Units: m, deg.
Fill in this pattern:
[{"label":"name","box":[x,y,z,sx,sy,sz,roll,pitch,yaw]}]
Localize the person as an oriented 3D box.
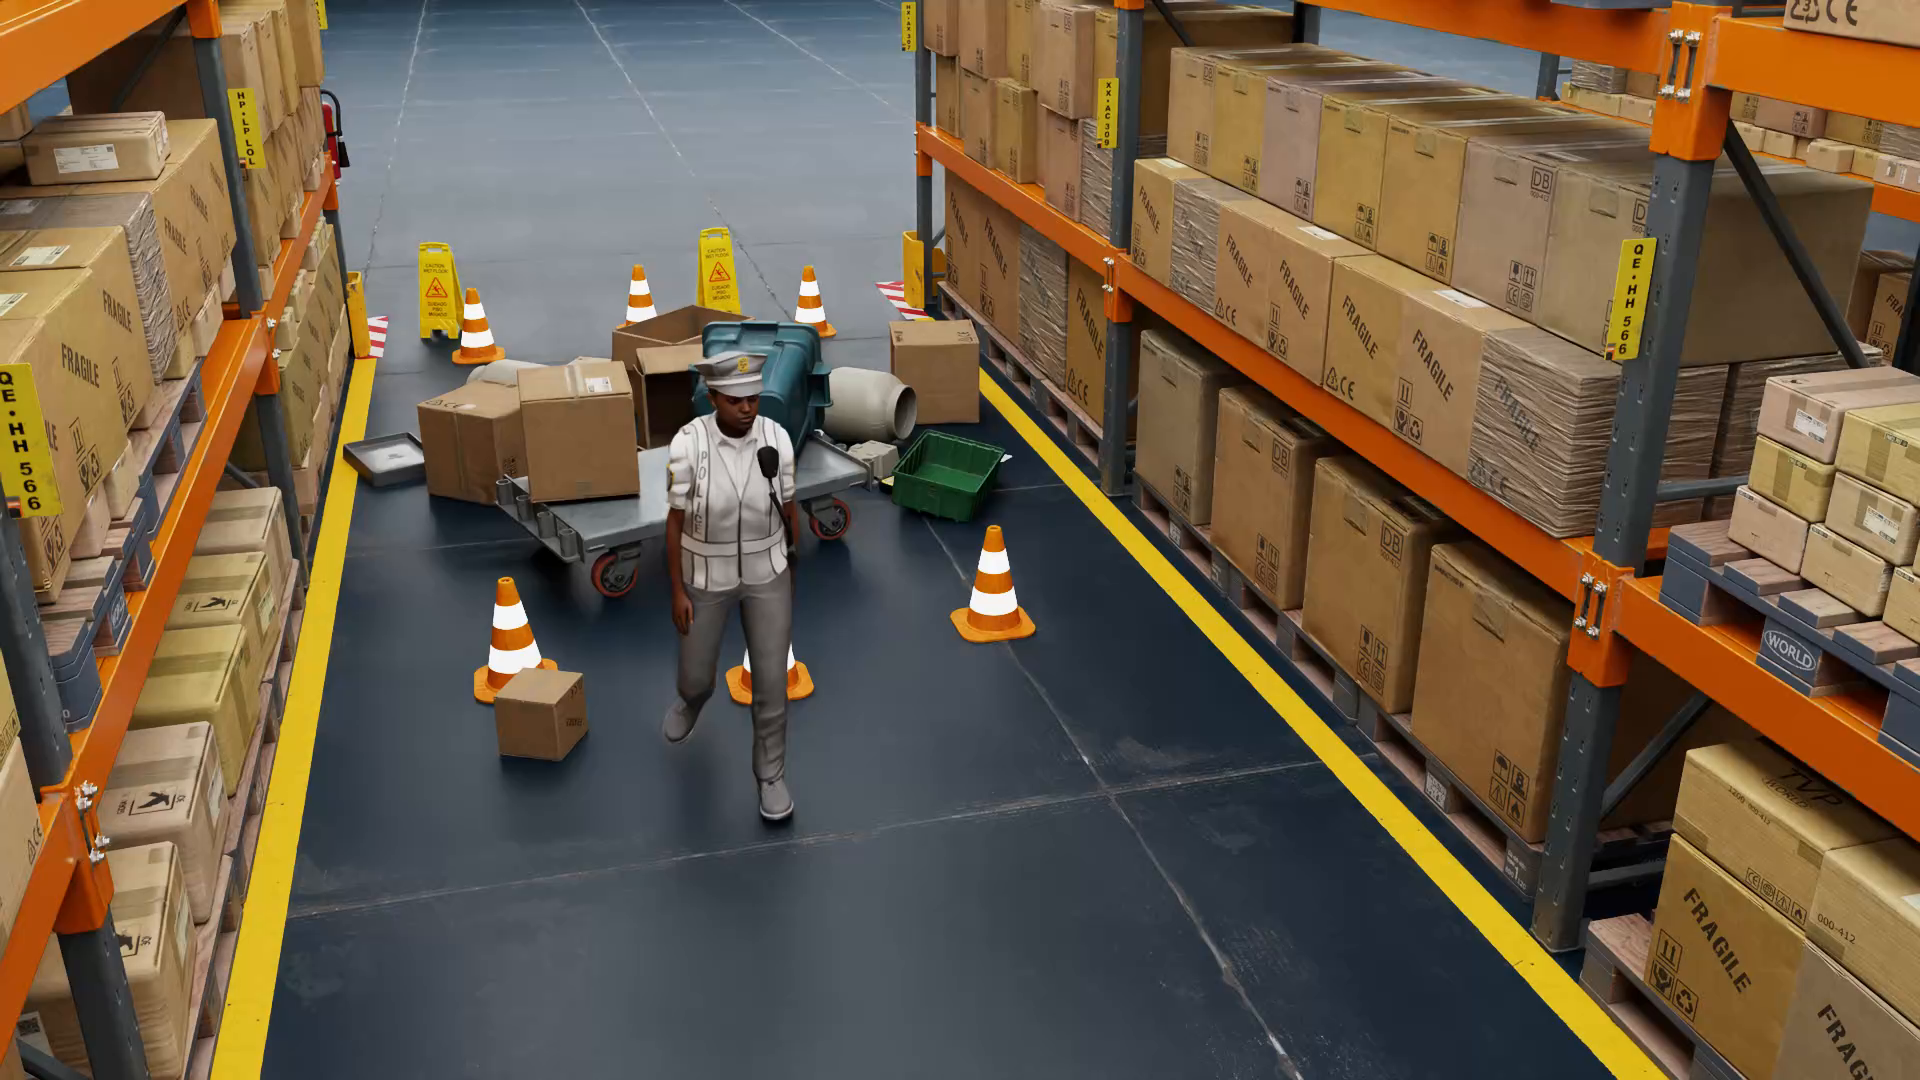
[{"label":"person","box":[-0.808,0.103,5.778,0.494,1.670,0.695,-6,24,-15]}]
